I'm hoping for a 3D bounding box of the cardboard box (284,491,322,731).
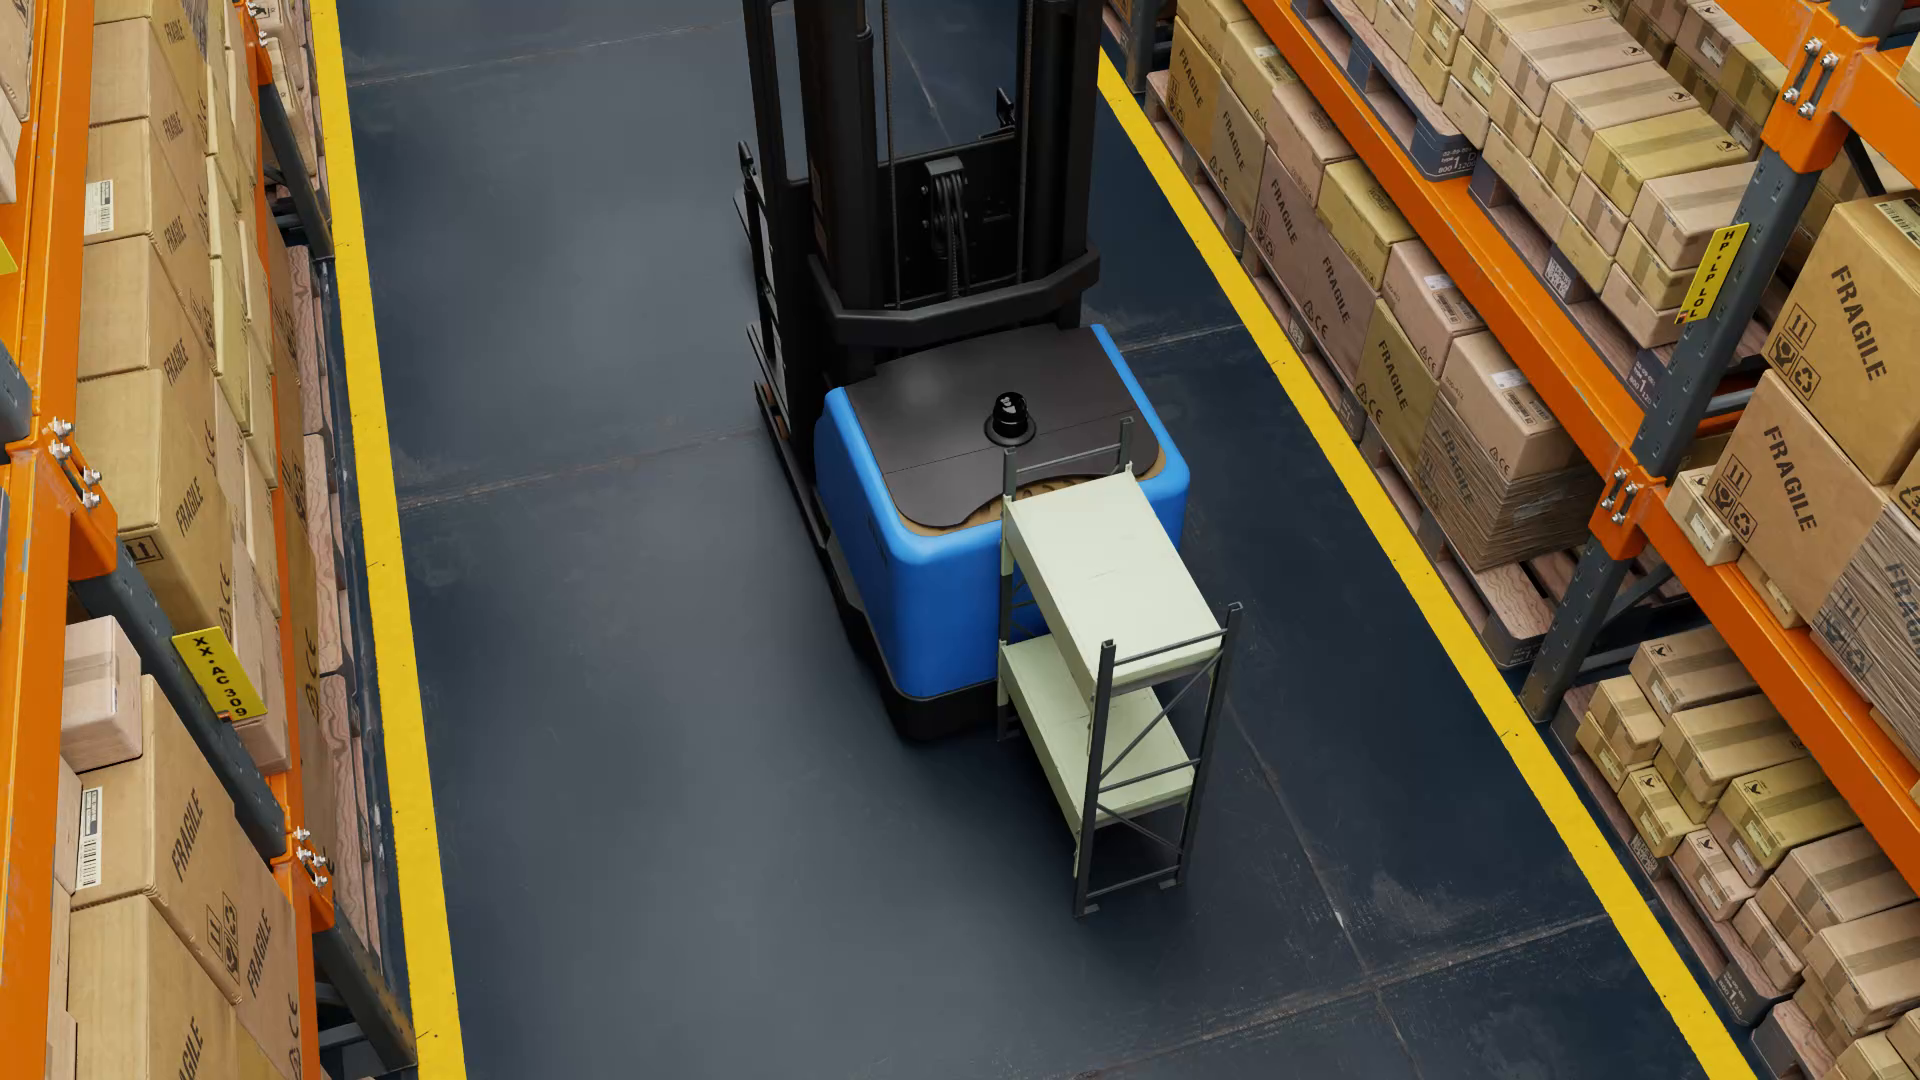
[{"bbox_3d":[-2.710,0.191,5.531,0.875,0.875,0.875,-12,51,-10],"label":"cardboard box"}]

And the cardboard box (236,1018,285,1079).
[{"bbox_3d":[-1.637,1.358,3.368,0.500,0.500,0.500,-14,51,-12],"label":"cardboard box"}]

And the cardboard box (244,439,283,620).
[{"bbox_3d":[-2.208,0.024,4.655,0.500,0.250,0.500,-14,51,-12],"label":"cardboard box"}]

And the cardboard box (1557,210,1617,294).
[{"bbox_3d":[2.139,-0.948,5.266,0.380,0.149,0.250,-13,51,-11],"label":"cardboard box"}]

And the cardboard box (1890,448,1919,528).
[{"bbox_3d":[2.591,-0.149,3.789,0.500,0.500,0.500,-15,51,-12],"label":"cardboard box"}]

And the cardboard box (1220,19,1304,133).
[{"bbox_3d":[1.463,-2.023,7.153,0.500,0.250,0.500,-14,51,-11],"label":"cardboard box"}]

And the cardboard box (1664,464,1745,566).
[{"bbox_3d":[2.294,-0.097,4.823,0.380,0.149,0.250,-12,51,-10],"label":"cardboard box"}]

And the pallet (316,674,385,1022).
[{"bbox_3d":[-2.476,1.087,5.485,1.003,0.211,1.213,-13,51,-11],"label":"pallet"}]

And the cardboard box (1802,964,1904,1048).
[{"bbox_3d":[2.727,1.305,4.873,0.380,0.149,0.250,-11,51,-9],"label":"cardboard box"}]

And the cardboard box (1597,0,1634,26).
[{"bbox_3d":[2.453,-1.958,5.923,0.380,0.149,0.250,-14,51,-12],"label":"cardboard box"}]

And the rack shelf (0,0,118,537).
[{"bbox_3d":[-2.767,-1.461,4.318,1.077,0.370,4.000,-13,51,-11],"label":"rack shelf"}]

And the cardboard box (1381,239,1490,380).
[{"bbox_3d":[1.922,-0.895,6.202,0.500,0.250,0.500,-11,51,-9],"label":"cardboard box"}]

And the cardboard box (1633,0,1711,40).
[{"bbox_3d":[2.536,-1.856,5.643,0.380,0.149,0.250,-14,51,-11],"label":"cardboard box"}]

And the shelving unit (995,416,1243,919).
[{"bbox_3d":[0.440,0.443,5.186,0.431,1.500,0.755,-15,52,-12],"label":"shelving unit"}]

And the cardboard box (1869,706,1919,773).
[{"bbox_3d":[2.645,0.458,4.356,0.380,0.149,0.250,-15,52,-13],"label":"cardboard box"}]

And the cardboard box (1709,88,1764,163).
[{"bbox_3d":[2.690,-1.378,5.434,0.380,0.149,0.250,-12,51,-10],"label":"cardboard box"}]

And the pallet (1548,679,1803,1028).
[{"bbox_3d":[2.755,0.923,5.624,1.003,0.211,1.213,-13,51,-11],"label":"pallet"}]

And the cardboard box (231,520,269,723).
[{"bbox_3d":[-2.037,0.237,4.149,0.500,0.250,0.500,-15,51,-12],"label":"cardboard box"}]

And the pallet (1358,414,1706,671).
[{"bbox_3d":[2.291,-0.128,6.509,1.003,0.211,1.213,-13,51,-11],"label":"pallet"}]

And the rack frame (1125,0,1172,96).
[{"bbox_3d":[1.340,-3.380,7.427,1.000,3.000,0.127,-13,51,-11],"label":"rack frame"}]

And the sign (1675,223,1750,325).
[{"bbox_3d":[1.994,-0.703,4.414,0.100,0.325,0.005,-13,51,-11],"label":"sign"}]

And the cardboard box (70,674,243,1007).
[{"bbox_3d":[-1.773,0.662,3.300,0.500,0.500,0.500,-14,51,-11],"label":"cardboard box"}]

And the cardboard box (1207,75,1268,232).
[{"bbox_3d":[1.457,-1.769,7.429,0.500,0.500,0.500,-13,51,-11],"label":"cardboard box"}]

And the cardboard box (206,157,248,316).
[{"bbox_3d":[-2.493,-0.881,5.092,0.500,0.250,0.500,-15,51,-12],"label":"cardboard box"}]

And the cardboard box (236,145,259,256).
[{"bbox_3d":[-2.662,-1.087,5.592,0.500,0.250,0.500,-14,51,-11],"label":"cardboard box"}]

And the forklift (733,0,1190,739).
[{"bbox_3d":[-0.210,-1.398,5.801,1.130,2.935,3.031,-15,52,-12],"label":"forklift"}]

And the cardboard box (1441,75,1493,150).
[{"bbox_3d":[1.905,-1.515,5.745,0.380,0.149,0.250,-15,52,-13],"label":"cardboard box"}]

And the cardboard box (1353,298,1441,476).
[{"bbox_3d":[1.912,-0.646,6.483,0.500,0.500,0.500,-14,51,-12],"label":"cardboard box"}]

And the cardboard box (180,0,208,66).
[{"bbox_3d":[-2.797,-1.850,5.418,0.500,0.500,0.500,-13,51,-10],"label":"cardboard box"}]

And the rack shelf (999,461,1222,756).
[{"bbox_3d":[0.440,0.191,4.887,0.431,0.370,0.720,-15,52,-12],"label":"rack shelf"}]

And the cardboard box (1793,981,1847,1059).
[{"bbox_3d":[2.761,1.391,4.995,0.380,0.149,0.250,-15,52,-13],"label":"cardboard box"}]

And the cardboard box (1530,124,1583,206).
[{"bbox_3d":[2.067,-1.229,5.309,0.380,0.149,0.250,-11,51,-9],"label":"cardboard box"}]

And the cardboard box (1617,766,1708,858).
[{"bbox_3d":[2.402,0.858,5.444,0.380,0.149,0.250,-12,51,-10],"label":"cardboard box"}]

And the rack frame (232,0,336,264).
[{"bbox_3d":[-3.359,-2.187,6.421,1.000,3.000,0.127,-13,51,-11],"label":"rack frame"}]

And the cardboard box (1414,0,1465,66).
[{"bbox_3d":[1.823,-1.817,5.804,0.380,0.149,0.250,-13,51,-11],"label":"cardboard box"}]

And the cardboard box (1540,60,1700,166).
[{"bbox_3d":[2.063,-1.339,5.207,0.380,0.149,0.250,-15,51,-12],"label":"cardboard box"}]

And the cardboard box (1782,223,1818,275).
[{"bbox_3d":[2.846,-0.904,5.230,0.380,0.149,0.250,-16,52,-13],"label":"cardboard box"}]

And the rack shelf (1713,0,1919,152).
[{"bbox_3d":[1.931,-2.654,5.324,1.077,0.370,4.000,-13,51,-11],"label":"rack shelf"}]

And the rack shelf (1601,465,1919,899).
[{"bbox_3d":[3.114,1.234,4.008,1.077,0.370,4.000,-13,51,-11],"label":"rack shelf"}]

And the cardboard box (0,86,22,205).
[{"bbox_3d":[-1.990,-0.769,3.077,0.396,0.266,0.258,-14,51,-11],"label":"cardboard box"}]

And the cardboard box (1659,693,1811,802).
[{"bbox_3d":[2.452,0.646,5.234,0.380,0.149,0.250,-11,51,-9],"label":"cardboard box"}]

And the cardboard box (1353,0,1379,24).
[{"bbox_3d":[1.673,-2.094,6.233,0.380,0.149,0.250,-13,51,-10],"label":"cardboard box"}]

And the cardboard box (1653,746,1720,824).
[{"bbox_3d":[2.485,0.731,5.357,0.380,0.149,0.250,-13,51,-11],"label":"cardboard box"}]

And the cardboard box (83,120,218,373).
[{"bbox_3d":[-2.354,-0.738,4.481,0.500,0.500,0.500,-14,51,-12],"label":"cardboard box"}]

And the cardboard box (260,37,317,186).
[{"bbox_3d":[-3.516,-1.890,7.615,0.950,0.372,0.625,-16,52,-13],"label":"cardboard box"}]

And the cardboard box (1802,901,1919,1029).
[{"bbox_3d":[2.670,1.210,4.759,0.380,0.149,0.250,-12,51,-10],"label":"cardboard box"}]

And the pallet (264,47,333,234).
[{"bbox_3d":[-3.589,-1.859,7.969,1.003,0.211,1.213,-13,51,-11],"label":"pallet"}]

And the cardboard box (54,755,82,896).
[{"bbox_3d":[-1.807,0.541,2.978,0.380,0.149,0.250,-12,51,-10],"label":"cardboard box"}]

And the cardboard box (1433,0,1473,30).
[{"bbox_3d":[1.833,-1.906,5.685,0.380,0.149,0.250,-15,52,-13],"label":"cardboard box"}]

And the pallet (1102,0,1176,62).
[{"bbox_3d":[1.179,-3.074,8.993,1.003,0.211,1.213,-13,51,-11],"label":"pallet"}]

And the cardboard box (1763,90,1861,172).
[{"bbox_3d":[2.757,-1.299,5.173,0.380,0.149,0.250,-12,51,-10],"label":"cardboard box"}]

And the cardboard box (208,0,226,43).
[{"bbox_3d":[-2.973,-2.003,6.038,0.500,0.250,0.500,-13,51,-11],"label":"cardboard box"}]
